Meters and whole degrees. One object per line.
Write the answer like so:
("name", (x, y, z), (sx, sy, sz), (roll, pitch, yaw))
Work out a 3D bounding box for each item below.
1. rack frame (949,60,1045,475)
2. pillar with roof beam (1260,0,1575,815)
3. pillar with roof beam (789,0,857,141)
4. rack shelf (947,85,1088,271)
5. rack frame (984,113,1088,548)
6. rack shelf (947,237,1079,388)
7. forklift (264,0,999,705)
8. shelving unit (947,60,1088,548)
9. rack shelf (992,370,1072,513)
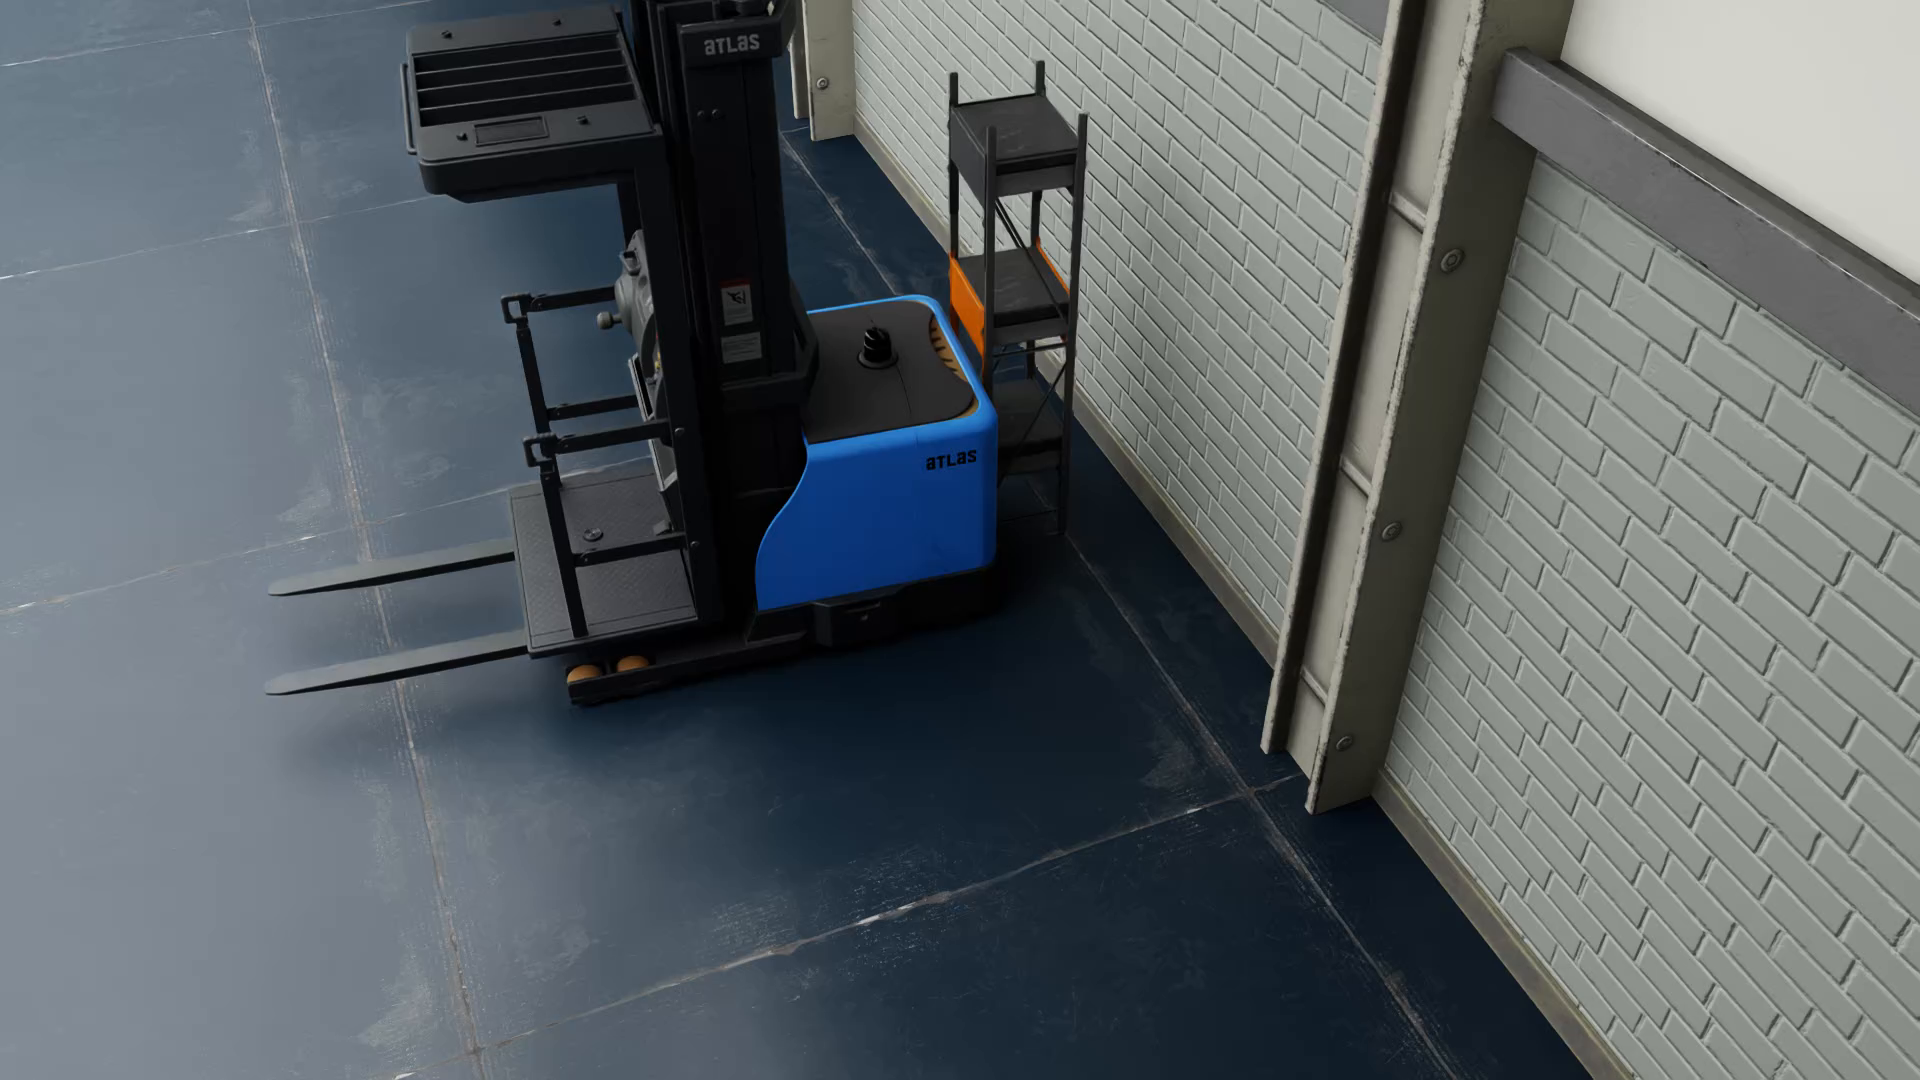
("rack frame", (0.149, -1.094, 7.330), (0.400, 2.100, 0.015), (-11, 42, -13))
("pillar with roof beam", (-2.552, -1.430, 2.430), (9.100, 9.000, 0.400), (-15, 43, -17))
("pillar with roof beam", (-4.847, -5.045, 6.633), (9.100, 9.000, 0.400), (-15, 43, -17))
("rack shelf", (0.222, -1.463, 6.706), (0.431, 0.518, 0.480), (-11, 42, -13))
("rack frame", (0.294, -0.790, 6.977), (0.400, 2.100, 0.015), (-11, 42, -13))
("rack shelf", (0.222, -0.932, 7.163), (0.431, 0.518, 0.480), (-11, 42, -13))
("forklift", (-1.408, -0.818, 6.372), (3.031, 2.935, 1.130), (-11, 42, -12))
("shelving unit", (0.222, -0.942, 7.154), (0.431, 2.100, 0.503), (-11, 42, -13))
("rack shelf", (0.222, -0.401, 7.619), (0.431, 0.518, 0.480), (-11, 42, -13))
